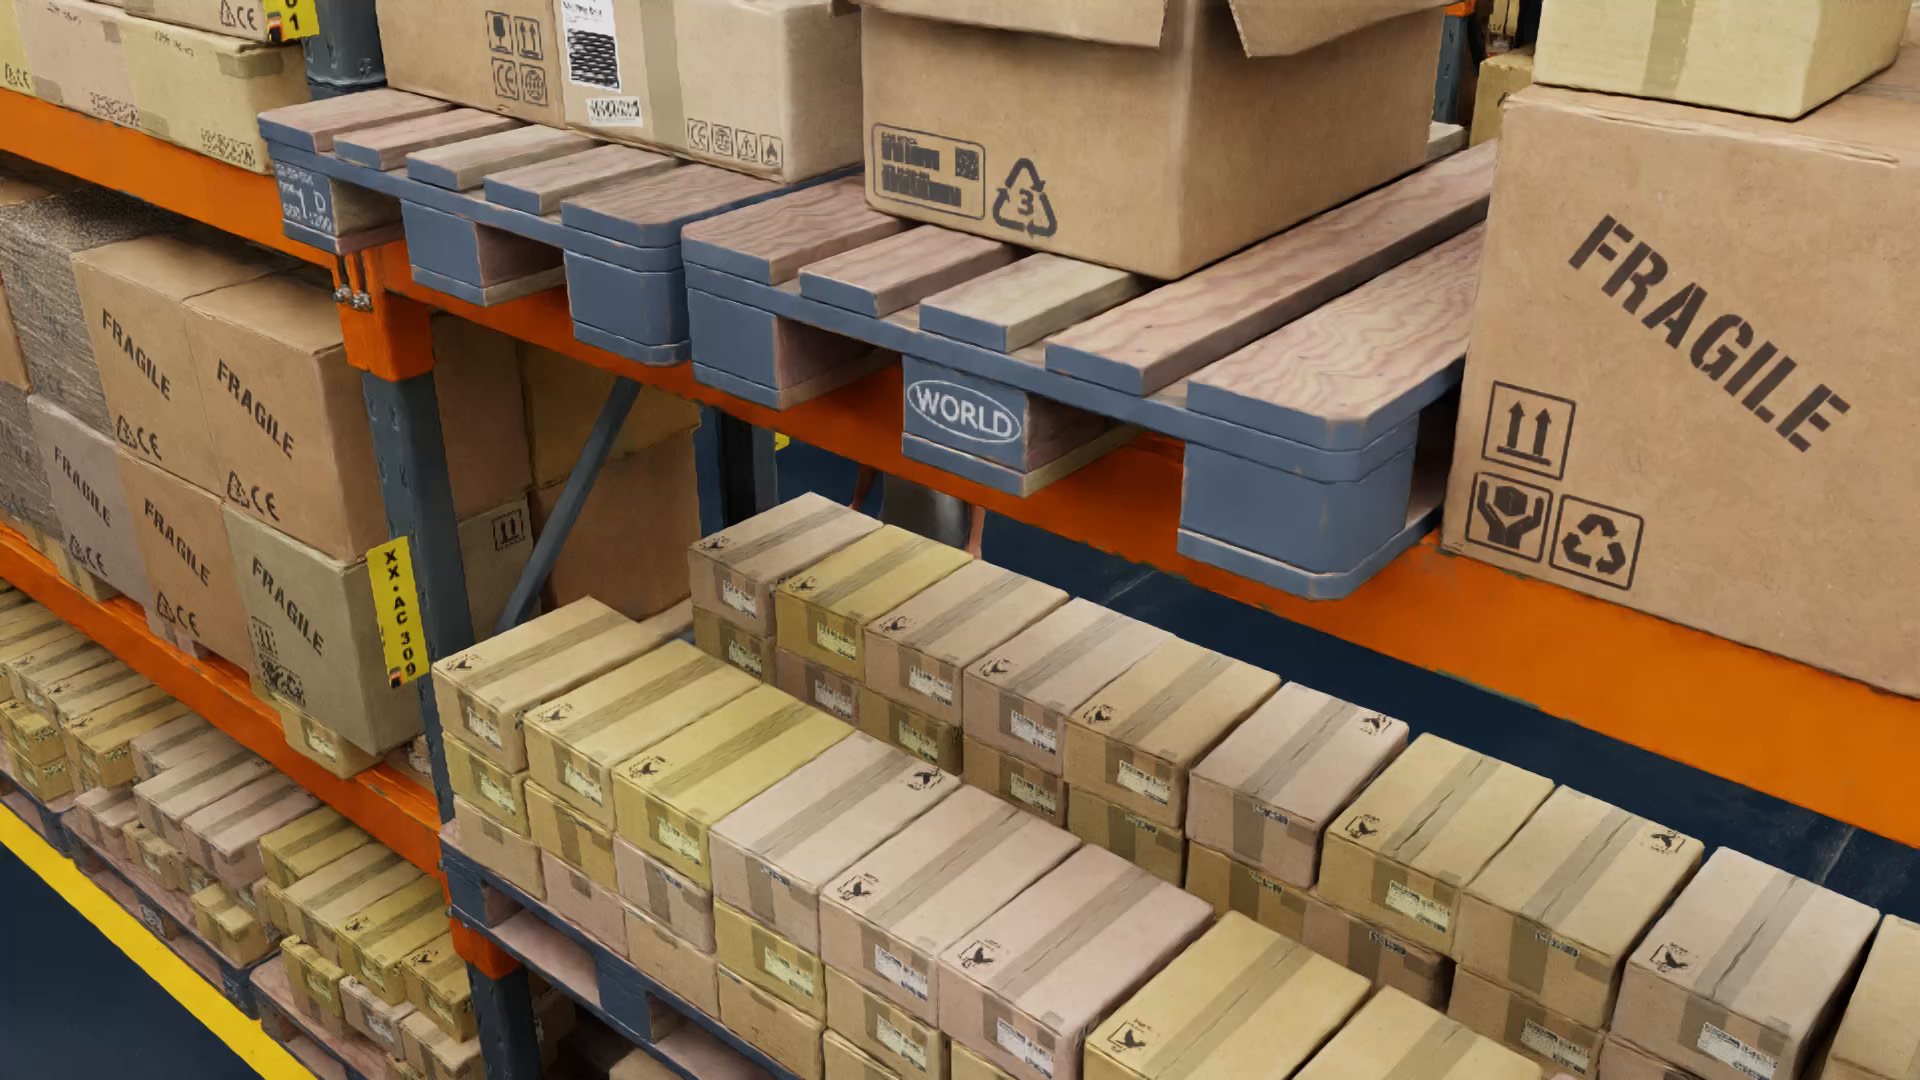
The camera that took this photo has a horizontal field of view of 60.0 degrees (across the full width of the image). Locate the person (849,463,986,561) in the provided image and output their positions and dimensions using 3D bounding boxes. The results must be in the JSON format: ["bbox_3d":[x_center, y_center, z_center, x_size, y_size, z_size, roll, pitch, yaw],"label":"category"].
[{"bbox_3d":[-0.183,-0.034,6.177,0.646,1.661,0.659,12,30,21],"label":"person"}]
